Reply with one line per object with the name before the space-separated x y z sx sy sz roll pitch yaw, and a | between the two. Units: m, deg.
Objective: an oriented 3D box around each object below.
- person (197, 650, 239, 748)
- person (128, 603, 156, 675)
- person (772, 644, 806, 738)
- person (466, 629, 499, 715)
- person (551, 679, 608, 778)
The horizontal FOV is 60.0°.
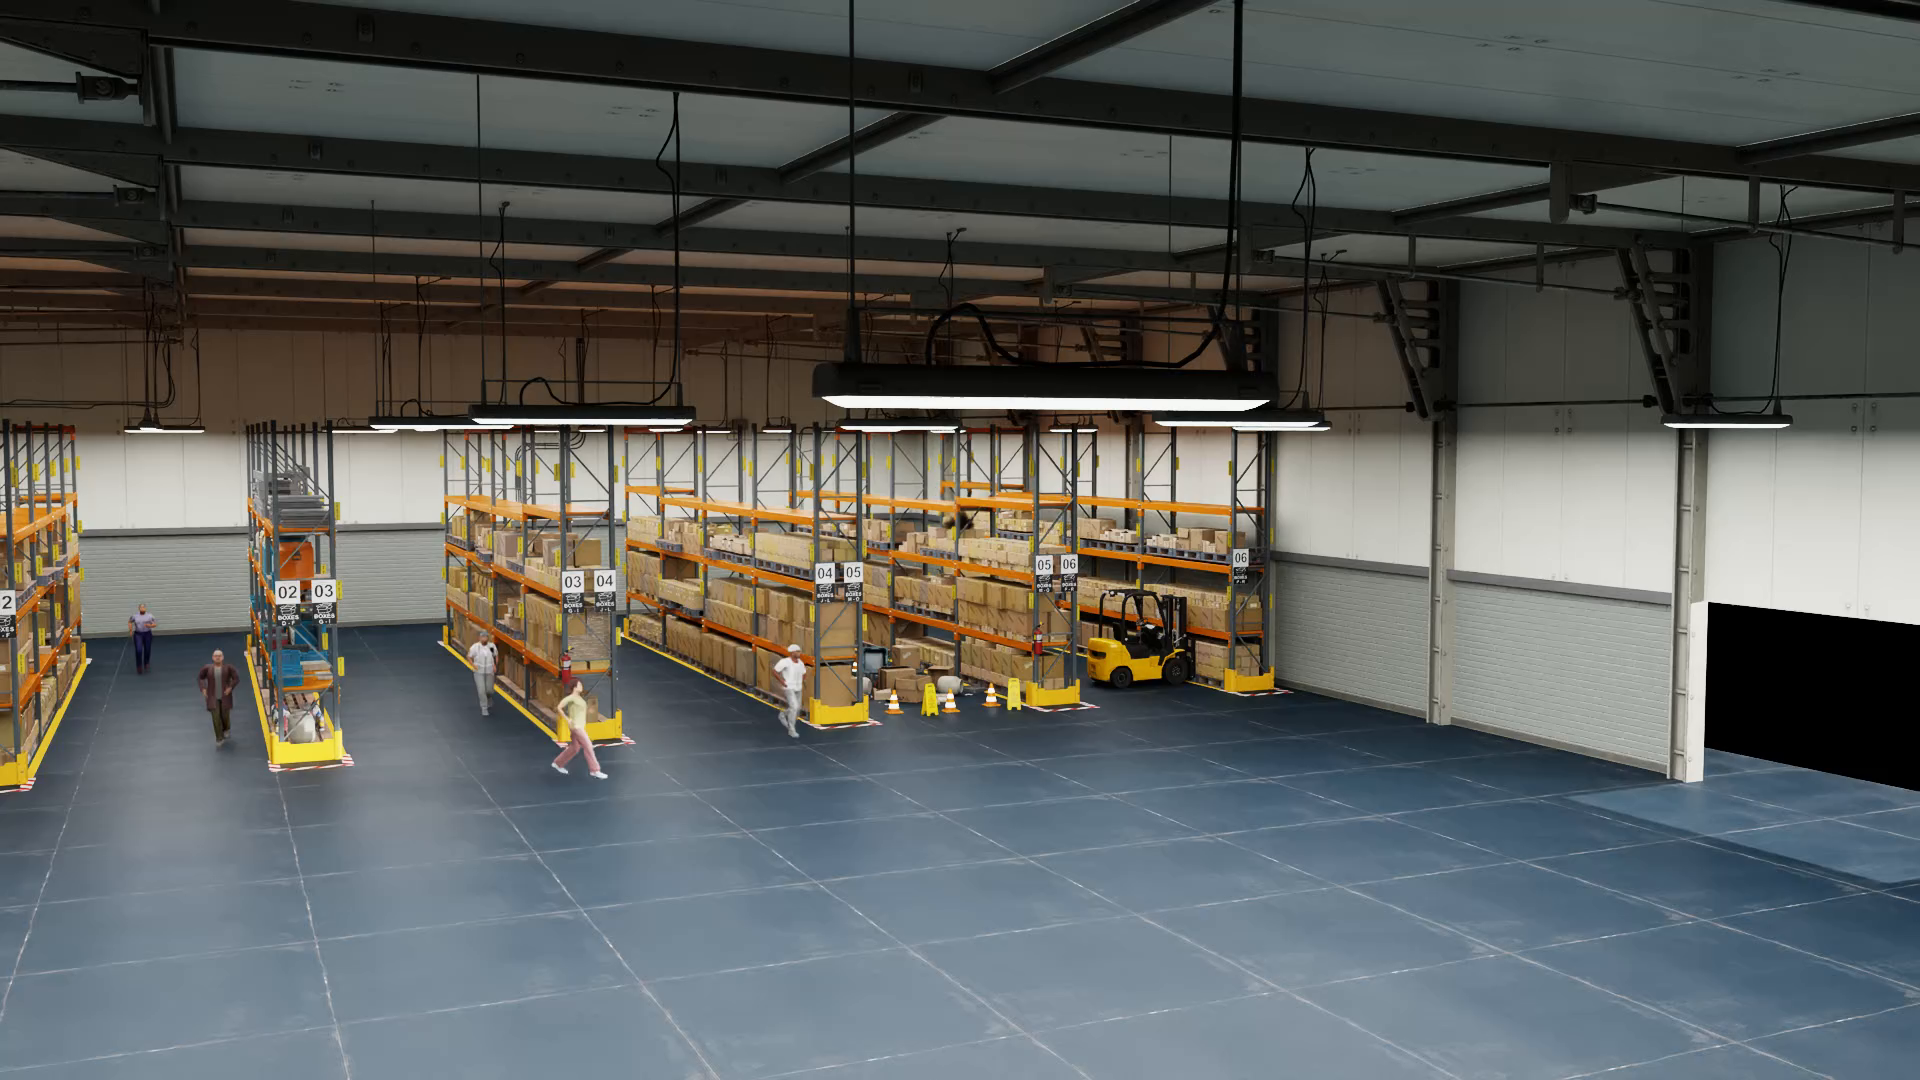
person | -13.757 2.918 30.846 0.720 1.762 0.795 -1 4 -22
person | -19.805 2.388 40.305 0.584 1.693 0.776 -2 4 -32
person | -3.219 2.876 32.034 0.882 1.734 0.730 3 5 40
person | -9.847 2.714 34.330 0.655 1.757 0.641 -2 4 -27
person | -6.360 3.135 27.741 0.989 1.651 0.587 0 4 2
